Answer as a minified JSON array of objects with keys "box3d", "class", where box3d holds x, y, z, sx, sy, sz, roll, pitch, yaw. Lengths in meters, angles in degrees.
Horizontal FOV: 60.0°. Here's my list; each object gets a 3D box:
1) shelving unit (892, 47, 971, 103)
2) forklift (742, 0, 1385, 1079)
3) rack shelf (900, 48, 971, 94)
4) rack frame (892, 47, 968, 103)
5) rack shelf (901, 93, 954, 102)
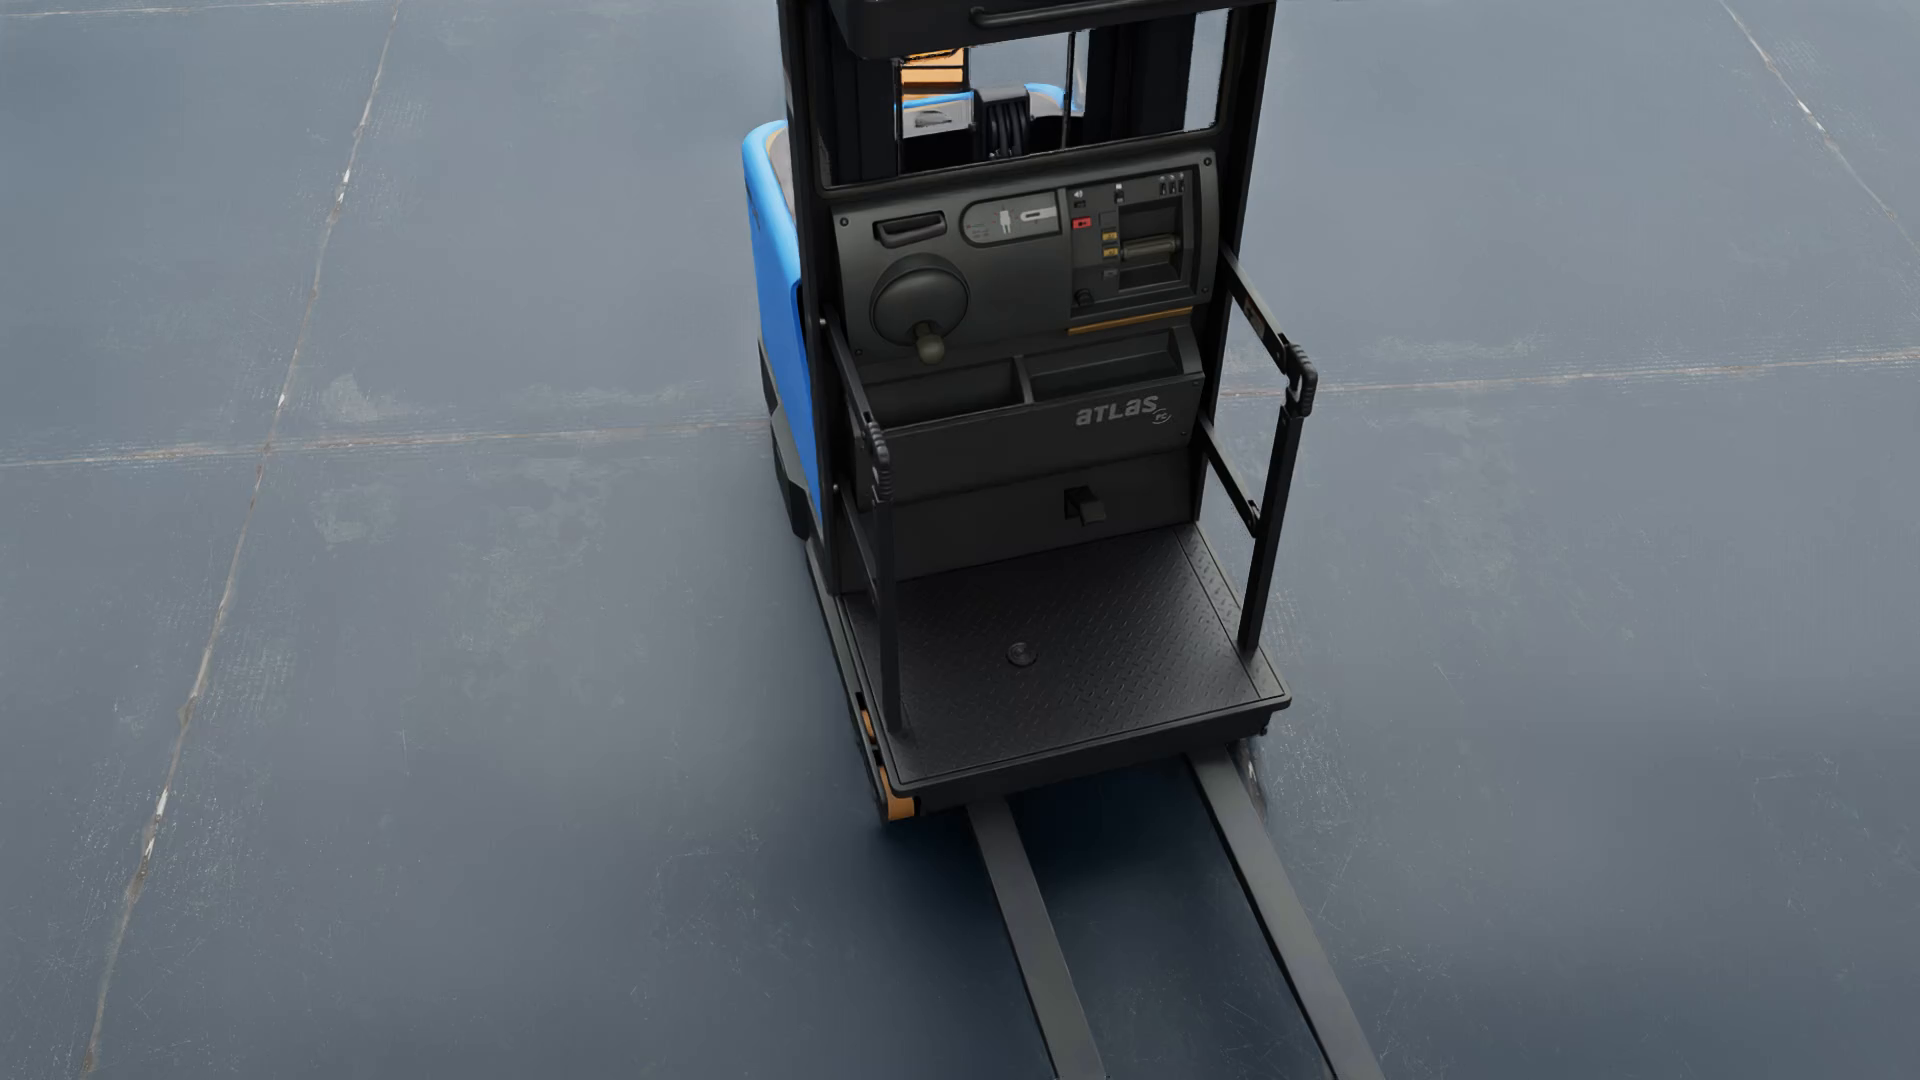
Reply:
[{"box3d":[-0.099,-1.271,5.627,0.258,1.200,0.503,-1,47,-1],"class":"shelving unit"},{"box3d":[0.228,-0.571,3.772,1.130,2.935,3.031,-12,48,-11],"class":"forklift"},{"box3d":[-0.099,-1.541,5.342,0.258,0.148,0.480,-1,47,-1],"class":"rack shelf"},{"box3d":[-0.095,-1.094,5.459,0.240,1.200,0.015,-1,47,-1],"class":"rack frame"},{"box3d":[-0.099,-1.378,5.514,0.258,0.148,0.480,-1,47,-1],"class":"rack shelf"}]
